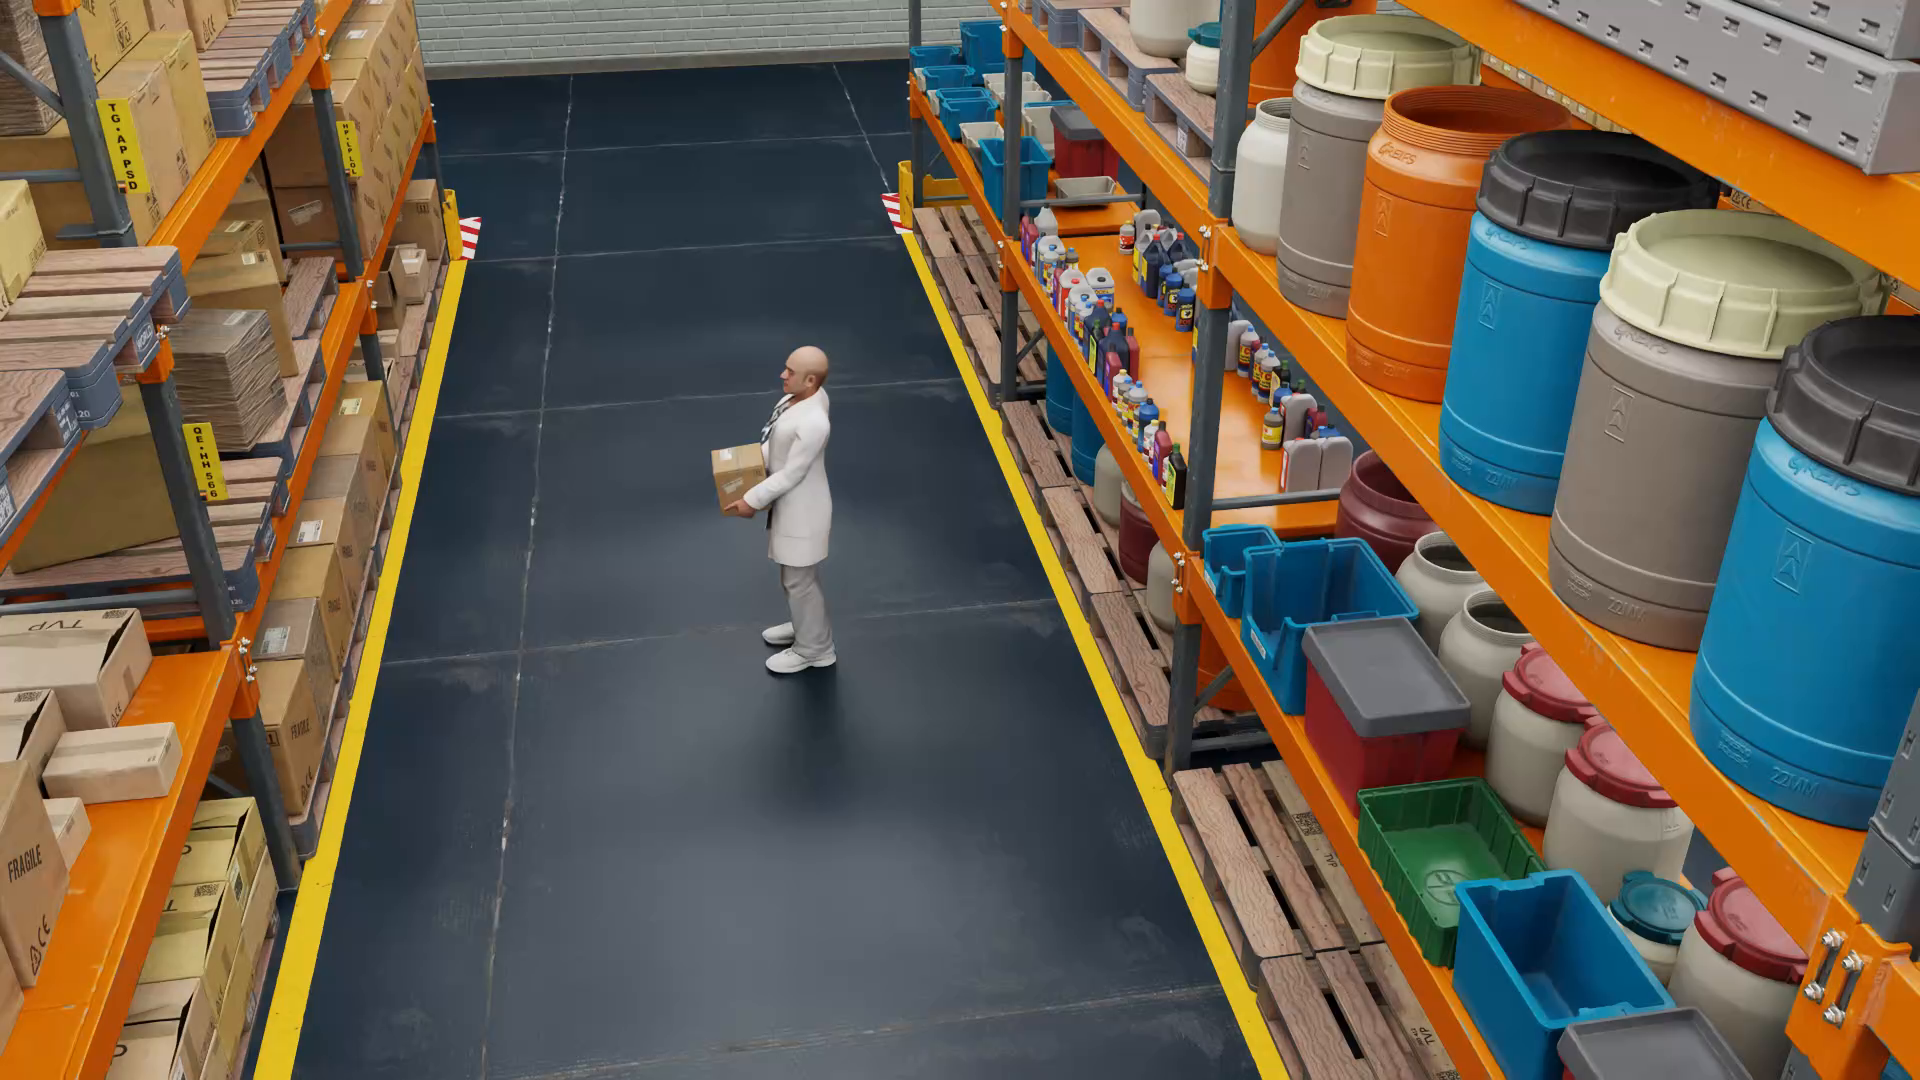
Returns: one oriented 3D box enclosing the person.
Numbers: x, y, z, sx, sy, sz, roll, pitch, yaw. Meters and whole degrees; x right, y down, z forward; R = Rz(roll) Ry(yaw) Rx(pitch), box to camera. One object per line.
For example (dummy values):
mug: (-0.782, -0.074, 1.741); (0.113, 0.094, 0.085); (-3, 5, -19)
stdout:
person: (-0.912, -0.154, 8.426); (0.563, 1.769, 0.530); (-5, 31, -8)
